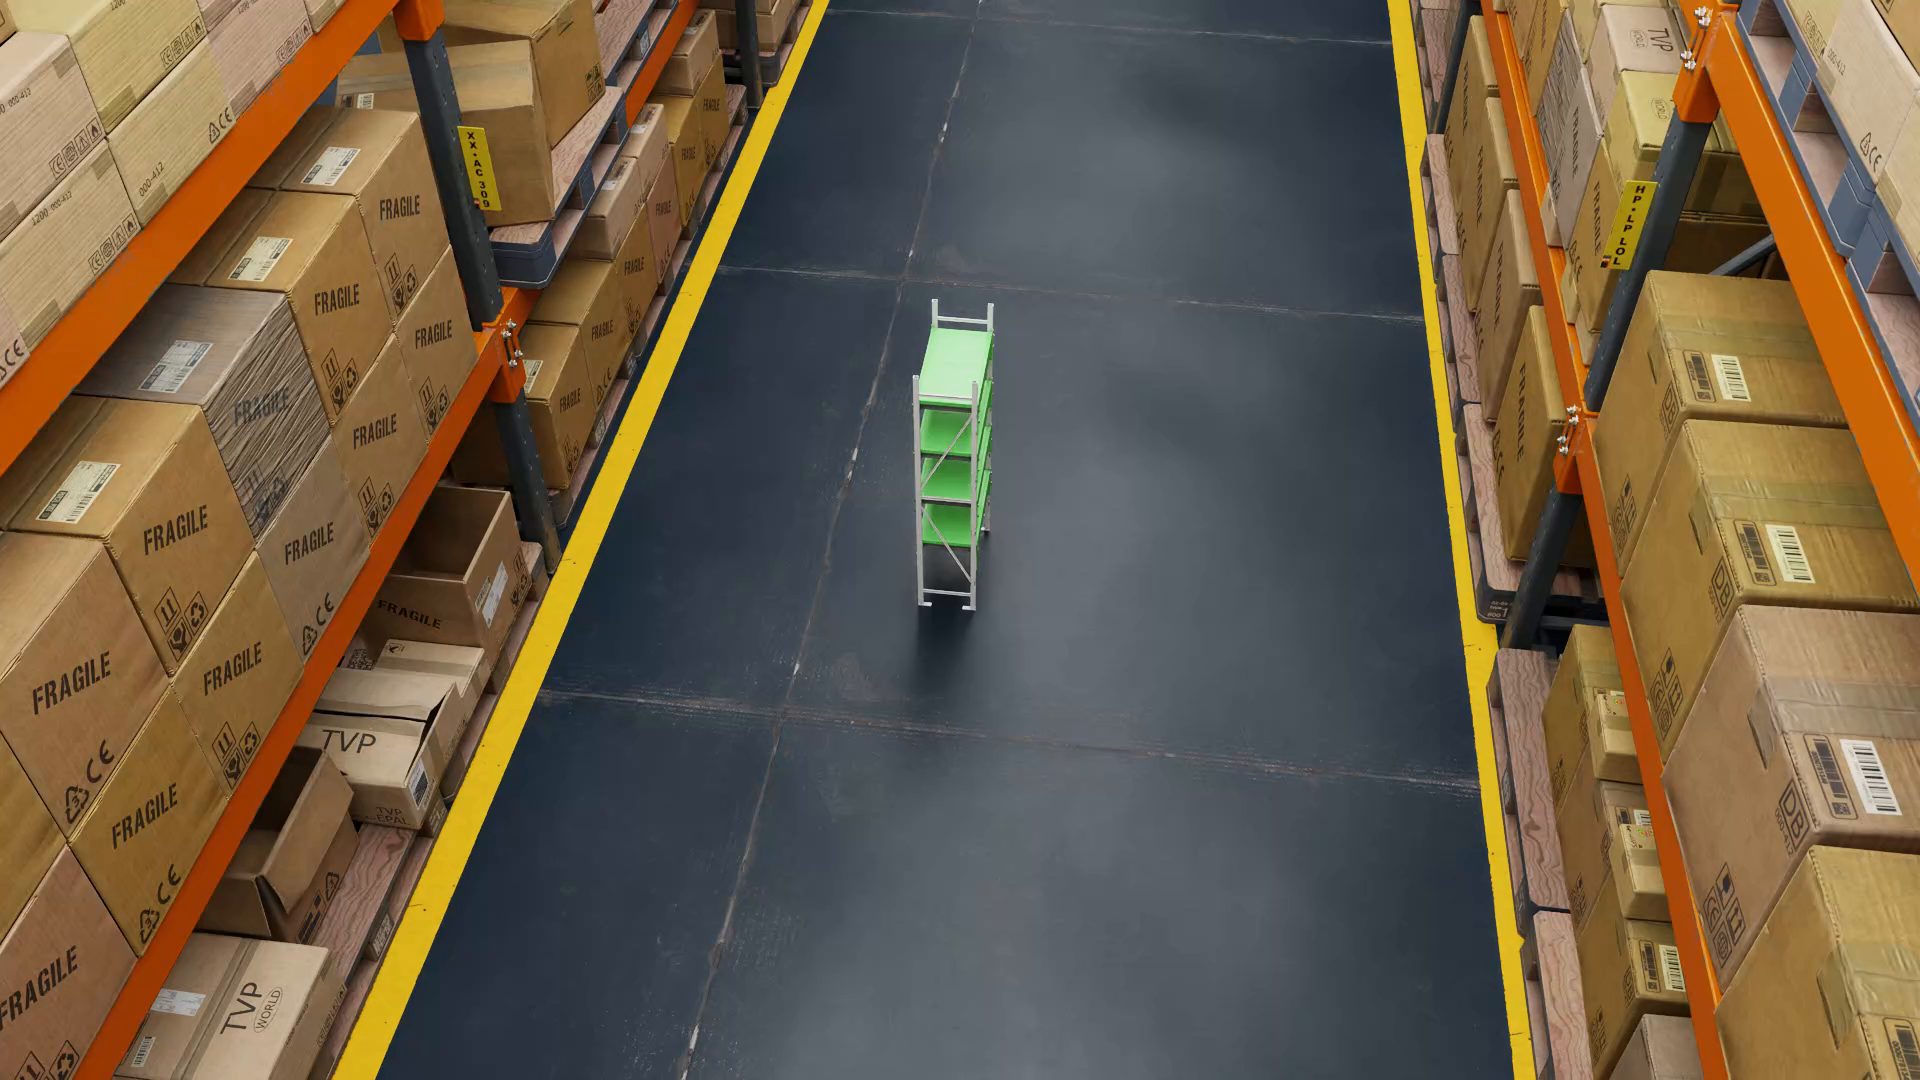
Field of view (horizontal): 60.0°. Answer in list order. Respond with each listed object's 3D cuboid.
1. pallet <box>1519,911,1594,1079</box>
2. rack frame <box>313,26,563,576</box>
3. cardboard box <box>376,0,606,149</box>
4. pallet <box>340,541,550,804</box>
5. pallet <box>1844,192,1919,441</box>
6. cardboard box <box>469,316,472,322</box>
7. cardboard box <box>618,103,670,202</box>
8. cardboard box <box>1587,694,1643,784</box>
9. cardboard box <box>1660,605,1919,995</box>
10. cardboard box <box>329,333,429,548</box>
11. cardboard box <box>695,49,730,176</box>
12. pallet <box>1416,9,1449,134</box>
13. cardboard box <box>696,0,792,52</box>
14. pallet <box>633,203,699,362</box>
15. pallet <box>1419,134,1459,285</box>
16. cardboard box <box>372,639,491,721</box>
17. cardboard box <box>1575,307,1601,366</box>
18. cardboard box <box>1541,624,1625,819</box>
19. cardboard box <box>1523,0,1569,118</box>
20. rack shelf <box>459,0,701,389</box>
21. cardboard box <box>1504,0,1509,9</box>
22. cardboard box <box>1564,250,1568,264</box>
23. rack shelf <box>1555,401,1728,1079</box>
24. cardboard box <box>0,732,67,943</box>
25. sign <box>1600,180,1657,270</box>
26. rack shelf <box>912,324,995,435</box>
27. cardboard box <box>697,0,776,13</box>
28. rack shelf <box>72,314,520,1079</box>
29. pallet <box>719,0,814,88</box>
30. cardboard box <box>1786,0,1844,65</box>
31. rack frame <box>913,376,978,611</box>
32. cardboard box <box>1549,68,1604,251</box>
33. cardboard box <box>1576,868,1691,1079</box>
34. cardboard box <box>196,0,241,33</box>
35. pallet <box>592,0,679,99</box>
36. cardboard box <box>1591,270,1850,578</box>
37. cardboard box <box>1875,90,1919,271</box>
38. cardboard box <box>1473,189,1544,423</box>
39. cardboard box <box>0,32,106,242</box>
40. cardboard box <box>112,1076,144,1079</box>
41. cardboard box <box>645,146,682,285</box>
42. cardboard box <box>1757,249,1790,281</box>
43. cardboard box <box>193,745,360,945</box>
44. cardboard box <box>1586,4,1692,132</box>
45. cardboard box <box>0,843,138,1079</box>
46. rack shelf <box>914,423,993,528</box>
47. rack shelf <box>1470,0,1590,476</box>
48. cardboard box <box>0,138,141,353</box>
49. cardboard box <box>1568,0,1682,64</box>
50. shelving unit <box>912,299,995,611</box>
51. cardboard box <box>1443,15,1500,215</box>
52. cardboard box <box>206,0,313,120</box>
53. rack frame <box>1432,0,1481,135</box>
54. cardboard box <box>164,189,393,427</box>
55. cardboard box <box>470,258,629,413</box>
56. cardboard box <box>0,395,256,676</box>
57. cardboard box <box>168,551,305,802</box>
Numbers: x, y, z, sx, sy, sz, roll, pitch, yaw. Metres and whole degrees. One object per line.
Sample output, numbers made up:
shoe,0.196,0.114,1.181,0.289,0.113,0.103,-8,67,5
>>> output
pallet,2.355,1.781,5.215,1.003,0.211,1.213,5,44,6
rack frame,-2.219,-1.024,6.150,1.000,3.000,0.127,5,44,6
cardboard box,-1.906,-1.990,6.791,0.700,0.500,0.500,12,45,12
pallet,-2.311,0.457,6.614,1.003,0.211,1.213,5,44,6
pallet,2.410,-0.247,3.213,1.003,0.211,1.213,5,44,6
cardboard box,-2.364,-0.974,7.596,0.500,0.500,0.500,5,44,6
cardboard box,-1.715,-1.879,8.006,0.500,0.250,0.500,4,44,5
cardboard box,2.265,0.661,5.411,0.380,0.149,0.250,7,44,7
cardboard box,2.416,0.677,4.135,0.980,0.700,0.700,3,44,3
cardboard box,-2.097,-0.345,5.360,0.500,0.500,0.500,6,44,7
cardboard box,-1.581,-2.343,9.041,0.500,0.500,0.500,7,44,7
pallet,3.325,-2.822,10.077,1.003,0.211,1.213,5,44,6
cardboard box,-1.330,-3.234,10.179,0.500,0.250,0.500,5,44,5
pallet,-1.990,-1.403,8.578,1.003,0.211,1.213,5,44,6
pallet,3.042,-1.759,8.954,1.003,0.211,1.213,5,44,6
cardboard box,-2.003,0.527,6.266,0.380,0.149,0.250,5,44,6
cardboard box,2.456,-0.748,6.027,0.380,0.149,0.250,6,44,6
cardboard box,2.491,0.679,5.863,0.700,0.500,0.500,6,44,6
cardboard box,2.697,-2.096,6.979,0.500,0.500,0.500,6,44,7
rack shelf,-1.954,-2.126,7.837,1.077,0.370,4.000,5,44,6
cardboard box,2.824,-2.790,7.711,0.500,0.500,0.500,7,44,7
cardboard box,2.545,-1.095,6.393,0.380,0.149,0.250,7,44,7
rack shelf,2.427,1.048,4.485,1.077,0.370,4.000,5,44,6
cardboard box,-2.366,0.667,3.564,0.500,0.500,0.500,6,44,6
sign,2.153,-1.011,5.351,0.100,0.325,0.005,5,44,6
rack shelf,-0.022,-0.625,6.432,0.258,0.148,0.480,5,44,6
cardboard box,-1.330,-3.438,9.986,0.500,0.311,0.500,7,44,7
rack shelf,-2.483,0.600,4.958,1.077,0.370,4.000,5,44,6
pallet,-1.543,-3.295,10.576,1.003,0.211,1.213,5,44,6
cardboard box,2.339,-1.353,4.046,0.500,0.250,0.500,5,44,5
rack frame,-0.054,-0.157,6.543,0.240,1.200,0.015,5,44,6
cardboard box,2.561,-1.414,6.258,0.500,0.500,0.500,6,44,6
cardboard box,2.352,1.371,5.133,0.700,0.500,0.500,6,44,6
cardboard box,-2.083,-1.544,4.262,0.500,0.250,0.500,5,44,6
pallet,-1.943,-2.354,7.695,1.003,0.211,1.213,5,44,6
cardboard box,2.604,-0.317,5.185,0.980,0.700,0.700,6,44,6
cardboard box,2.197,-0.656,3.311,0.500,0.250,0.500,4,44,4
cardboard box,2.764,-1.009,7.392,0.750,0.750,0.750,6,44,7
cardboard box,-2.219,-0.862,3.543,0.500,0.250,0.500,5,44,6
cardboard box,-2.328,1.855,4.789,0.500,0.250,0.500,5,44,6
cardboard box,-1.713,-1.632,8.290,0.500,0.500,0.500,4,44,4
cardboard box,3.002,-1.018,5.840,0.500,0.500,0.500,4,44,4
cardboard box,-2.462,1.004,5.504,0.797,0.503,0.637,5,44,6
cardboard box,2.577,-1.689,6.003,0.500,0.250,0.500,6,44,6
cardboard box,-2.365,1.035,3.902,0.500,0.500,0.500,5,44,5
rack shelf,-0.022,-0.276,6.762,0.258,0.148,0.480,5,44,6
rack shelf,2.956,-1.678,7.364,1.077,0.370,4.000,5,44,6
cardboard box,-2.225,-0.681,3.715,0.500,0.250,0.500,5,44,6
cardboard box,2.645,-2.037,6.370,0.500,0.250,0.500,6,44,6
shelving unit,-0.022,-0.323,6.718,0.258,1.200,0.503,5,44,6
cardboard box,2.993,-2.185,8.634,0.750,0.750,0.750,5,44,5
cardboard box,-2.096,-1.363,4.436,0.500,0.250,0.500,5,44,6
rack frame,3.221,-3.302,8.556,1.000,3.000,0.127,5,44,6
cardboard box,-2.094,-0.706,5.014,0.500,0.500,0.500,4,44,5
cardboard box,-1.854,-0.948,7.568,0.500,0.500,0.500,6,44,6
cardboard box,-2.229,-0.019,4.289,0.500,0.500,0.500,5,44,5
cardboard box,-2.228,0.353,4.623,0.500,0.500,0.500,6,44,6
